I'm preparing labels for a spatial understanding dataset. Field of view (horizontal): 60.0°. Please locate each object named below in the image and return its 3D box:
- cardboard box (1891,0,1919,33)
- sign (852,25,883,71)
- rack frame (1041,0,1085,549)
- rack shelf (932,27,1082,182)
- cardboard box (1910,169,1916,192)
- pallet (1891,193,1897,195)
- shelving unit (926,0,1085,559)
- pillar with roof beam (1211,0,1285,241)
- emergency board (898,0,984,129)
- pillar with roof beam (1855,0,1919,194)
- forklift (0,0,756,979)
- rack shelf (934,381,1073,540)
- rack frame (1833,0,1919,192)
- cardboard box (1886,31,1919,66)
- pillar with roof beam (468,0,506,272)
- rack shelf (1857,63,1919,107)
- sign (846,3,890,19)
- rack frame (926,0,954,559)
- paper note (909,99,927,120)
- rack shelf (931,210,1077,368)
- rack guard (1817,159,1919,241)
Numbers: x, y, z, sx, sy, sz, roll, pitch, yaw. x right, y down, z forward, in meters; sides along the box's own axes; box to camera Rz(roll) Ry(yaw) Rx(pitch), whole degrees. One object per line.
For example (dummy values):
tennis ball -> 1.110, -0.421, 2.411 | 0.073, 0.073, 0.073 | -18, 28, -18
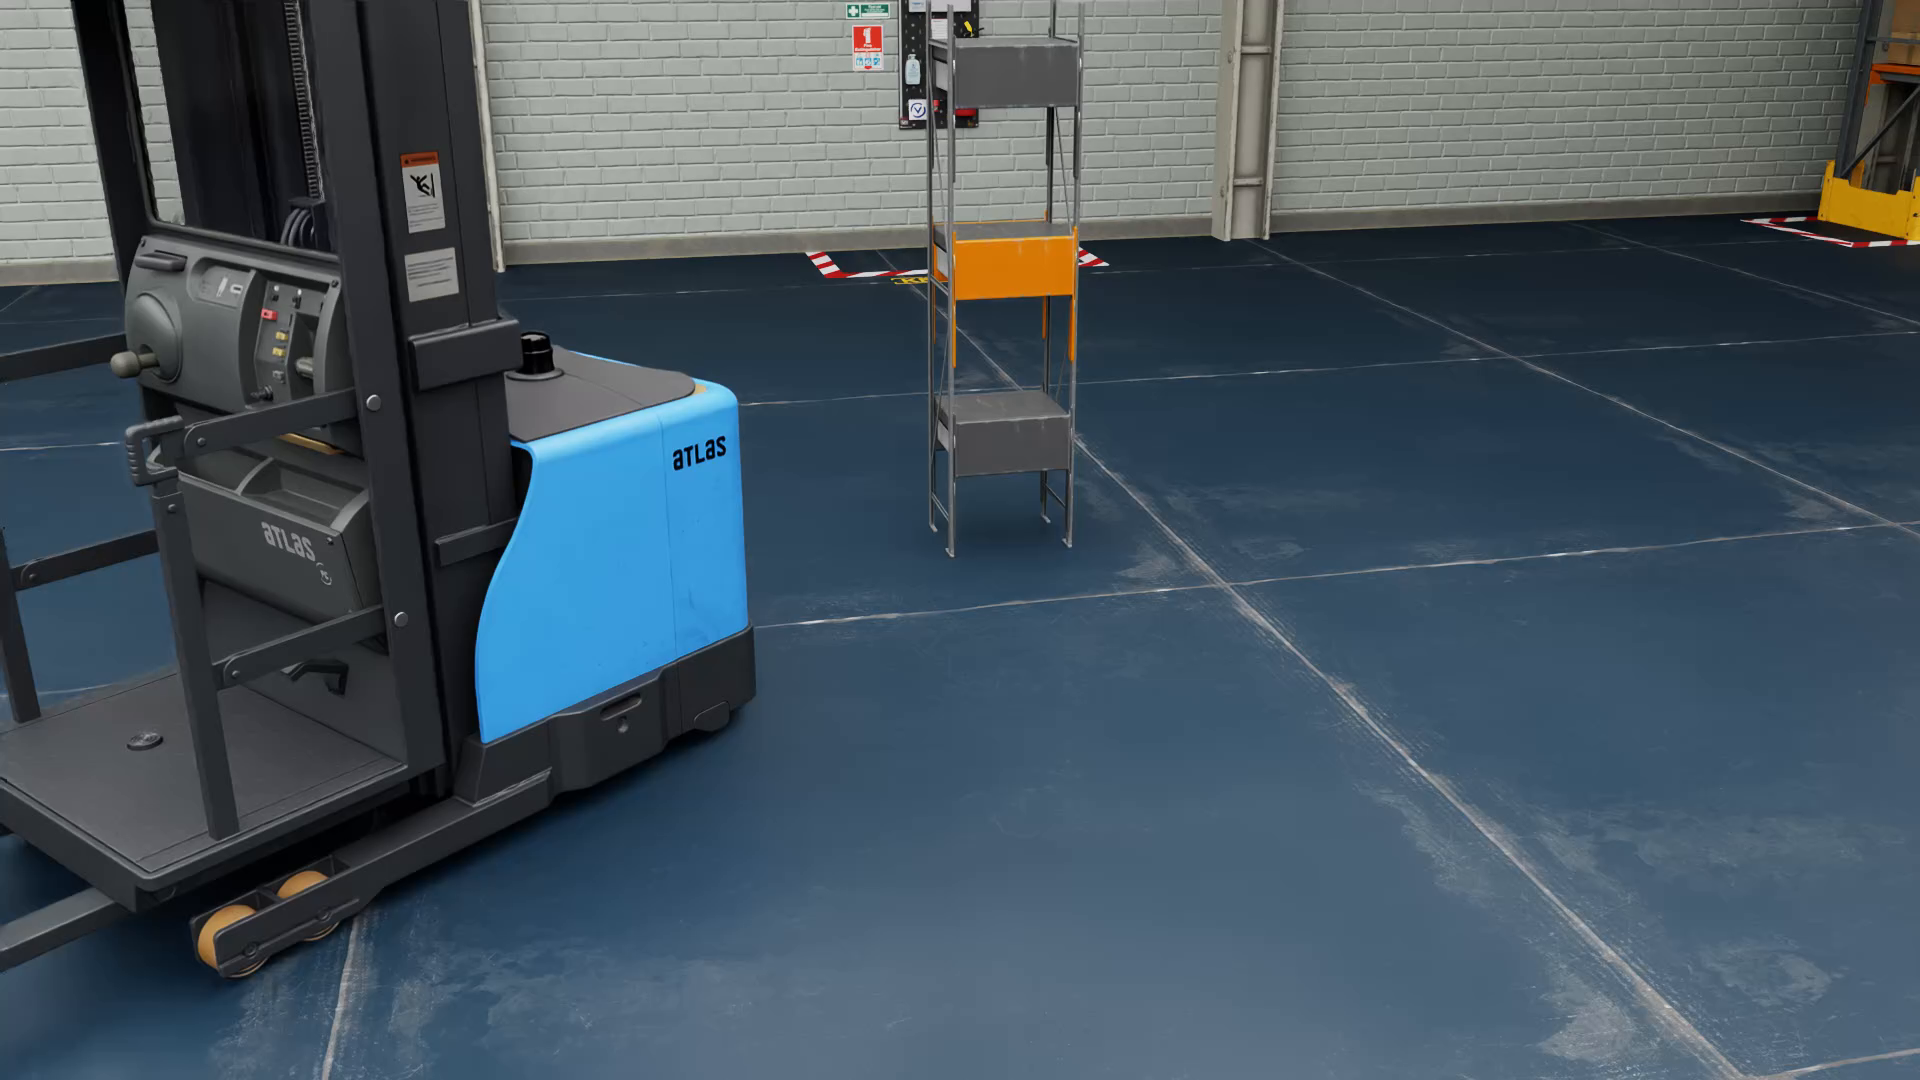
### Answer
cardboard box -> 8.048, -4.411, 13.593 | 0.500, 0.500, 0.500 | -5, 21, -13
sign -> -0.694, -3.706, 12.518 | 0.234, 0.329, 0.001 | -5, 21, -12
rack frame -> 0.399, -1.018, 6.542 | 0.015, 2.100, 0.400 | -5, 21, -12
rack shelf -> 0.161, -1.644, 6.253 | 0.480, 0.518, 0.431 | -5, 21, -12
cardboard box -> 8.332, -2.980, 13.857 | 0.500, 0.311, 0.500 | -7, 21, -19
pallet -> 8.511, -2.760, 14.043 | 1.213, 0.211, 1.003 | -5, 21, -12
shelving unit -> 0.161, -0.999, 6.489 | 0.503, 2.100, 0.431 | -5, 21, -12
pillar with roof beam -> 3.272, -5.257, 8.083 | 0.400, 9.000, 9.100 | -5, 21, -12
emergency board -> -0.132, -3.698, 12.550 | 0.643, 1.169, 0.194 | -5, 21, -12
pillar with roof beam -> 9.111, -5.732, 9.379 | 0.400, 9.000, 9.100 | -5, 21, -12
forklift -> -1.947, -0.526, 3.989 | 1.130, 2.935, 3.031 | 15, 25, 35
rack shelf -> 0.161, -0.329, 6.735 | 0.480, 0.518, 0.431 | -5, 21, -12
rack frame -> 7.638, -4.011, 13.403 | 0.127, 3.000, 1.000 | -5, 21, -12
cardboard box -> 8.049, -4.052, 13.704 | 0.500, 0.250, 0.500 | -4, 21, -12
pillar with roof beam -> -2.567, -4.782, 6.787 | 0.400, 9.000, 9.100 | -5, 21, -12
rack shelf -> 9.585, -3.832, 13.959 | 4.000, 0.370, 1.077 | -5, 21, -12
sign -> -0.687, -3.952, 12.420 | 0.331, 0.109, 0.001 | -5, 21, -12
rack frame -> -0.076, -0.980, 6.436 | 0.015, 2.100, 0.400 | -5, 21, -12
paper note -> -0.320, -3.294, 12.726 | 0.142, 0.148, 0.016 | -5, 21, -12
rack shelf -> 0.161, -0.986, 6.494 | 0.480, 0.518, 0.431 | -5, 21, -12
rack guard -> 7.712, -2.843, 13.850 | 0.348, 0.500, 1.175 | -5, 21, -12
